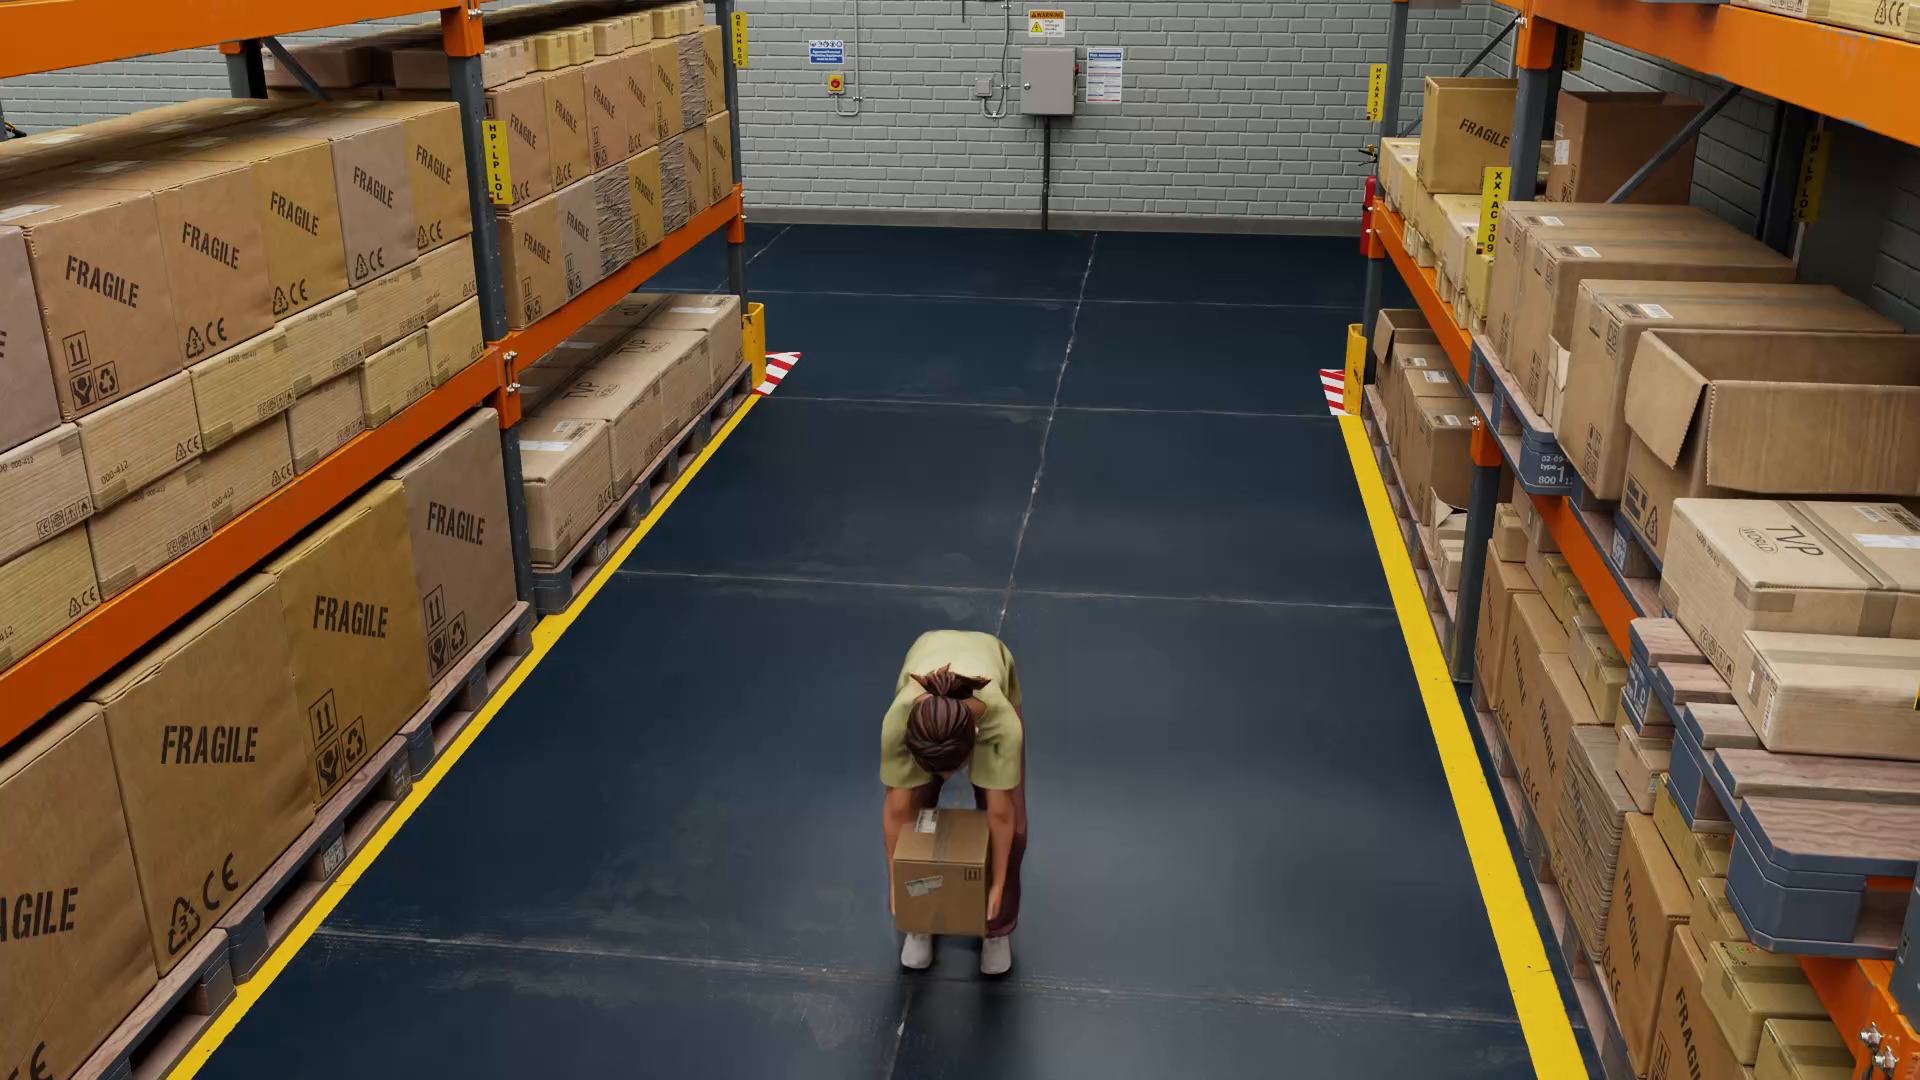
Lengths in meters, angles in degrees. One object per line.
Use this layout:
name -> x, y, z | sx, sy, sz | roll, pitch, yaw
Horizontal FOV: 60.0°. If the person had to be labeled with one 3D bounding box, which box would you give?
person -> -0.024, 0.802, 4.740 | 0.421, 1.158, 0.865 | 2, 21, 5
